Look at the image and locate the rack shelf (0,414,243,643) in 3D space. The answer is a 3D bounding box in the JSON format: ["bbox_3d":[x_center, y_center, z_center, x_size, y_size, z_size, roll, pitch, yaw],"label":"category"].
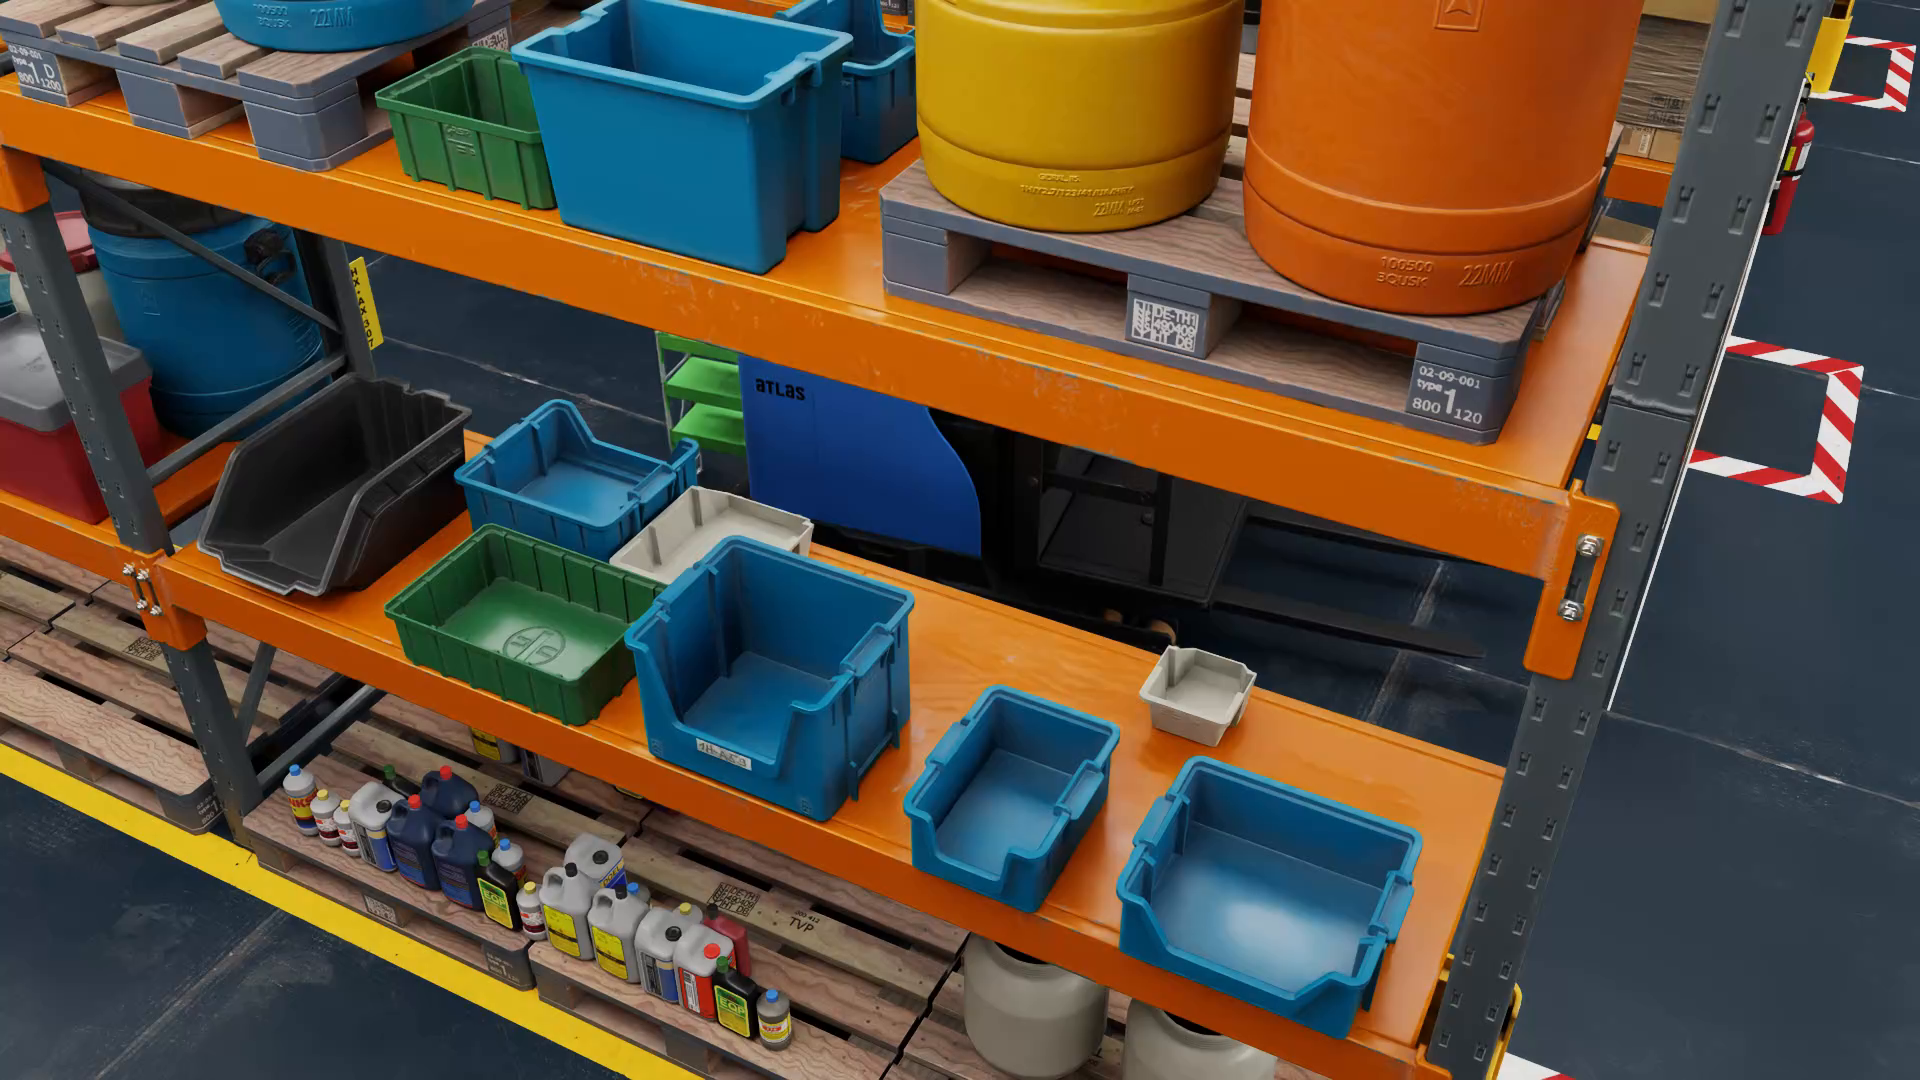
[{"bbox_3d":[-4.041,-0.650,6.220,4.000,0.370,1.077,17,41,21],"label":"rack shelf"}]

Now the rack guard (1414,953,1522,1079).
[{"bbox_3d":[1.198,1.732,4.555,0.348,0.500,1.175,17,41,21],"label":"rack guard"}]

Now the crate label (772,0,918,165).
[{"bbox_3d":[-0.224,-1.102,3.862,0.408,0.251,0.502,17,41,21],"label":"crate label"}]

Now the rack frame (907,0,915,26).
[{"bbox_3d":[0.013,-3.040,8.773,0.127,3.000,1.000,17,41,21],"label":"rack frame"}]

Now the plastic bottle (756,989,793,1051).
[{"bbox_3d":[-0.546,1.396,4.881,0.097,0.201,0.097,0,37,0],"label":"plastic bottle"}]

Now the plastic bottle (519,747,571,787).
[{"bbox_3d":[-1.436,0.693,5.744,0.135,0.276,0.152,17,41,21],"label":"plastic bottle"}]

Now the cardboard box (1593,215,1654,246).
[{"bbox_3d":[3.018,-1.282,8.178,0.500,0.500,0.500,25,44,29],"label":"cardboard box"}]

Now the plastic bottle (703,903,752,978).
[{"bbox_3d":[-0.709,1.221,5.043,0.133,0.283,0.061,17,41,21],"label":"plastic bottle"}]

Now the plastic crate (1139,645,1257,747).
[{"bbox_3d":[0.640,0.415,4.440,0.250,0.136,0.298,17,41,21],"label":"plastic crate"}]

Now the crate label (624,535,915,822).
[{"bbox_3d":[-0.472,0.351,4.277,0.616,0.435,0.502,17,41,21],"label":"crate label"}]

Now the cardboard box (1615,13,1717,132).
[{"bbox_3d":[3.089,-2.253,7.409,0.500,0.500,0.875,17,41,21],"label":"cardboard box"}]

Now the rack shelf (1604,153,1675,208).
[{"bbox_3d":[1.788,-2.197,8.258,4.000,0.370,1.077,17,41,21],"label":"rack shelf"}]

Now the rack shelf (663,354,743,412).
[{"bbox_3d":[-1.007,-0.642,7.209,0.480,0.148,0.258,12,39,16],"label":"rack shelf"}]

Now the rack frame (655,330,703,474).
[{"bbox_3d":[-1.237,-0.743,7.237,0.015,1.200,0.240,12,39,16],"label":"rack frame"}]

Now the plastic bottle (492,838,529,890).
[{"bbox_3d":[-1.424,1.052,5.276,0.097,0.271,0.097,0,37,0],"label":"plastic bottle"}]

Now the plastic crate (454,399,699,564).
[{"bbox_3d":[-1.158,-0.159,5.102,0.616,0.251,0.499,17,41,21],"label":"plastic crate"}]

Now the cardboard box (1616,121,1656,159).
[{"bbox_3d":[2.995,-1.866,7.435,0.250,0.149,0.380,17,41,21],"label":"cardboard box"}]

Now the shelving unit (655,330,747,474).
[{"bbox_3d":[-1.007,-0.693,7.170,0.503,1.200,0.258,12,39,16],"label":"shelving unit"}]

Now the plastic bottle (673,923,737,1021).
[{"bbox_3d":[-0.757,1.281,4.970,0.135,0.276,0.152,18,41,22],"label":"plastic bottle"}]

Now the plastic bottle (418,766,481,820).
[{"bbox_3d":[-1.673,0.869,5.451,0.185,0.351,0.144,17,41,21],"label":"plastic bottle"}]

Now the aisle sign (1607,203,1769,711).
[{"bbox_3d":[1.214,-0.124,2.783,0.004,0.787,0.394,17,41,21],"label":"aisle sign"}]

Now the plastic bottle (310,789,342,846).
[{"bbox_3d":[-2.094,0.911,5.519,0.097,0.201,0.097,0,37,0],"label":"plastic bottle"}]

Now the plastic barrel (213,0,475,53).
[{"bbox_3d":[-1.431,-1.608,3.644,0.708,0.901,0.600,17,41,21],"label":"plastic barrel"}]

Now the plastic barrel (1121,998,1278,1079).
[{"bbox_3d":[0.667,1.414,4.617,0.421,0.512,0.421,0,37,0],"label":"plastic barrel"}]

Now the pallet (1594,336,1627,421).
[{"bbox_3d":[2.792,-1.083,8.502,1.213,0.211,1.003,17,41,21],"label":"pallet"}]

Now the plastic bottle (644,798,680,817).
[{"bbox_3d":[-1.010,0.798,5.600,0.133,0.283,0.061,17,41,21],"label":"plastic bottle"}]

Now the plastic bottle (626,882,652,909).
[{"bbox_3d":[-1.012,1.152,5.203,0.097,0.201,0.097,0,37,0],"label":"plastic bottle"}]

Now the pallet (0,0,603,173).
[{"bbox_3d":[-1.580,-1.352,4.225,1.003,0.211,1.213,17,41,21],"label":"pallet"}]

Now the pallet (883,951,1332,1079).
[{"bbox_3d":[0.479,1.618,4.944,1.213,0.211,1.003,17,41,21],"label":"pallet"}]

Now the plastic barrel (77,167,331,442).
[{"bbox_3d":[-2.469,-0.850,5.474,0.708,0.901,0.600,17,41,21],"label":"plastic barrel"}]

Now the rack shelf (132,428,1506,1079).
[{"bbox_3d":[-0.489,0.462,4.755,4.000,0.370,1.077,17,41,21],"label":"rack shelf"}]

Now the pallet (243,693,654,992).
[{"bbox_3d":[-1.688,0.939,5.838,1.213,0.211,1.003,17,41,21],"label":"pallet"}]

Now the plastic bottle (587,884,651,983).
[{"bbox_3d":[-1.029,1.169,5.056,0.185,0.351,0.144,19,41,23],"label":"plastic bottle"}]

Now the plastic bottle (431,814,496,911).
[{"bbox_3d":[-1.572,0.999,5.280,0.185,0.351,0.144,16,40,20],"label":"plastic bottle"}]

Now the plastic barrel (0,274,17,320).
[{"bbox_3d":[-3.370,-0.776,5.905,0.301,0.262,0.301,0,37,0],"label":"plastic barrel"}]

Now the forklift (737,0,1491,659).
[{"bbox_3d":[0.679,-1.049,6.208,3.031,2.935,1.130,12,39,16],"label":"forklift"}]

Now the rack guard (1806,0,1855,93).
[{"bbox_3d":[5.957,-3.560,11.526,0.348,0.500,1.175,17,41,21],"label":"rack guard"}]

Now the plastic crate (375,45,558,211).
[{"bbox_3d":[-0.989,-0.906,3.657,0.450,0.188,0.336,17,41,21],"label":"plastic crate"}]

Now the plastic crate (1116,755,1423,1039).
[{"bbox_3d":[0.705,0.813,3.822,0.616,0.251,0.499,17,41,21],"label":"plastic crate"}]

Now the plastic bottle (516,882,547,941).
[{"bbox_3d":[-1.331,1.150,5.205,0.097,0.201,0.097,0,37,0],"label":"plastic bottle"}]

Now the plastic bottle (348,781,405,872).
[{"bbox_3d":[-1.884,0.928,5.435,0.135,0.276,0.152,19,41,23],"label":"plastic bottle"}]

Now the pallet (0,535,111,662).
[{"bbox_3d":[-4.068,0.194,6.820,1.213,0.211,1.003,17,41,21],"label":"pallet"}]

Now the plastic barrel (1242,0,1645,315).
[{"bbox_3d":[0.797,-0.868,2.729,0.708,0.830,0.600,17,41,21],"label":"plastic barrel"}]

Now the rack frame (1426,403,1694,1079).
[{"bbox_3d":[1.287,0.732,3.805,0.127,3.000,1.000,17,41,21],"label":"rack frame"}]
